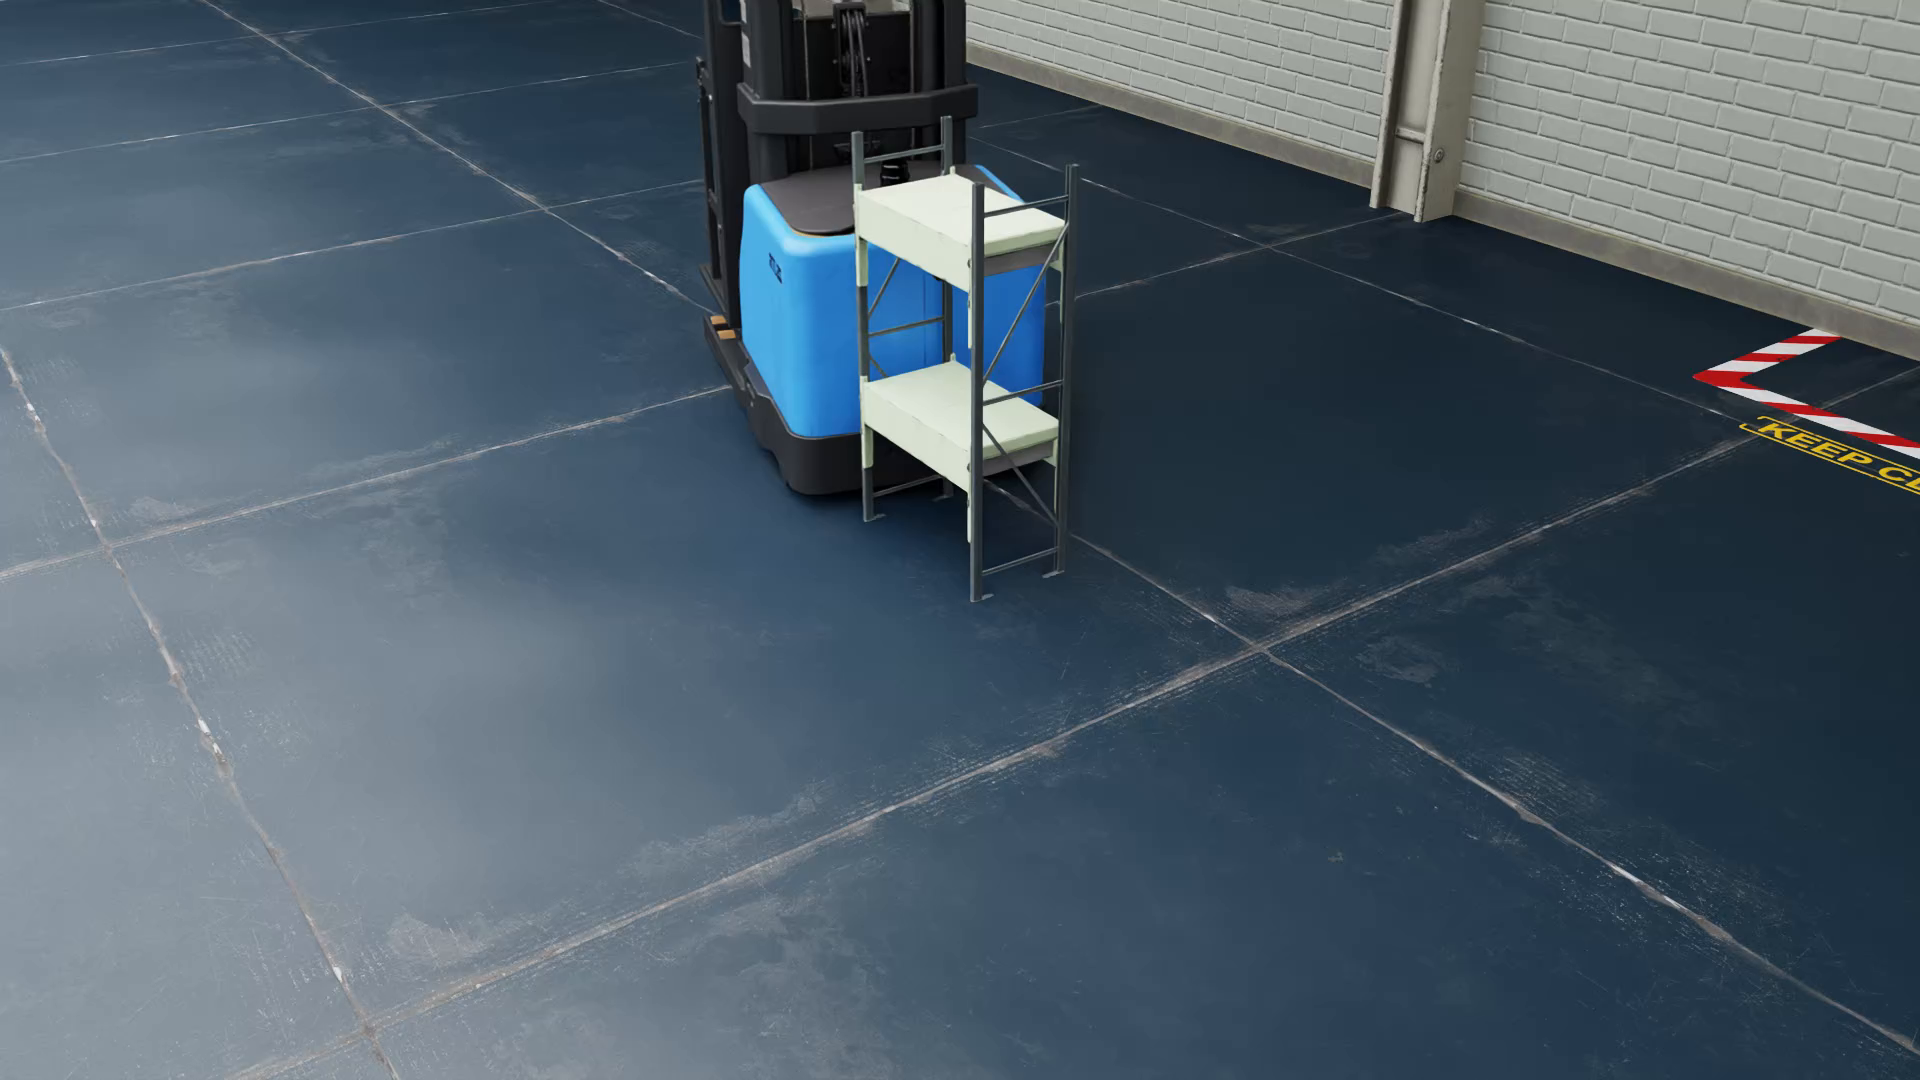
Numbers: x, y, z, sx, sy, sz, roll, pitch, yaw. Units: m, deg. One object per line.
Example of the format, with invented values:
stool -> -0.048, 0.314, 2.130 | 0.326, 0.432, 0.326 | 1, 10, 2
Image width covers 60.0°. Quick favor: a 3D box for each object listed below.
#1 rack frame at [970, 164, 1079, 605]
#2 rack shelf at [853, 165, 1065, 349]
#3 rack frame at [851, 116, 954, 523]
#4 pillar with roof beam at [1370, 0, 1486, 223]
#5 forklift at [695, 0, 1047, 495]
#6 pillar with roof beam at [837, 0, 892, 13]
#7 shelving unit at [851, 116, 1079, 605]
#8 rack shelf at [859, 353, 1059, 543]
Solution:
rack frame -> 0.208, -0.489, 5.580 | 0.400, 1.500, 0.023 | -18, 33, -29
rack shelf -> 0.005, -0.978, 5.661 | 0.431, 0.370, 0.720 | -18, 33, -29
rack frame -> -0.198, -0.780, 6.115 | 0.400, 1.500, 0.023 | -18, 33, -29
pillar with roof beam -> -0.828, -4.720, 5.513 | 9.100, 9.000, 0.400 | -19, 34, -31
forklift -> -0.585, -2.149, 7.136 | 1.130, 2.935, 3.031 | -9, 30, -15
pillar with roof beam -> -4.309, -7.053, 9.808 | 9.100, 9.000, 0.400 | -19, 34, -31
shelving unit -> 0.005, -0.635, 5.847 | 0.431, 1.500, 0.755 | -18, 33, -29
rack shelf -> 0.005, -0.348, 6.003 | 0.431, 0.370, 0.720 | -18, 33, -29
